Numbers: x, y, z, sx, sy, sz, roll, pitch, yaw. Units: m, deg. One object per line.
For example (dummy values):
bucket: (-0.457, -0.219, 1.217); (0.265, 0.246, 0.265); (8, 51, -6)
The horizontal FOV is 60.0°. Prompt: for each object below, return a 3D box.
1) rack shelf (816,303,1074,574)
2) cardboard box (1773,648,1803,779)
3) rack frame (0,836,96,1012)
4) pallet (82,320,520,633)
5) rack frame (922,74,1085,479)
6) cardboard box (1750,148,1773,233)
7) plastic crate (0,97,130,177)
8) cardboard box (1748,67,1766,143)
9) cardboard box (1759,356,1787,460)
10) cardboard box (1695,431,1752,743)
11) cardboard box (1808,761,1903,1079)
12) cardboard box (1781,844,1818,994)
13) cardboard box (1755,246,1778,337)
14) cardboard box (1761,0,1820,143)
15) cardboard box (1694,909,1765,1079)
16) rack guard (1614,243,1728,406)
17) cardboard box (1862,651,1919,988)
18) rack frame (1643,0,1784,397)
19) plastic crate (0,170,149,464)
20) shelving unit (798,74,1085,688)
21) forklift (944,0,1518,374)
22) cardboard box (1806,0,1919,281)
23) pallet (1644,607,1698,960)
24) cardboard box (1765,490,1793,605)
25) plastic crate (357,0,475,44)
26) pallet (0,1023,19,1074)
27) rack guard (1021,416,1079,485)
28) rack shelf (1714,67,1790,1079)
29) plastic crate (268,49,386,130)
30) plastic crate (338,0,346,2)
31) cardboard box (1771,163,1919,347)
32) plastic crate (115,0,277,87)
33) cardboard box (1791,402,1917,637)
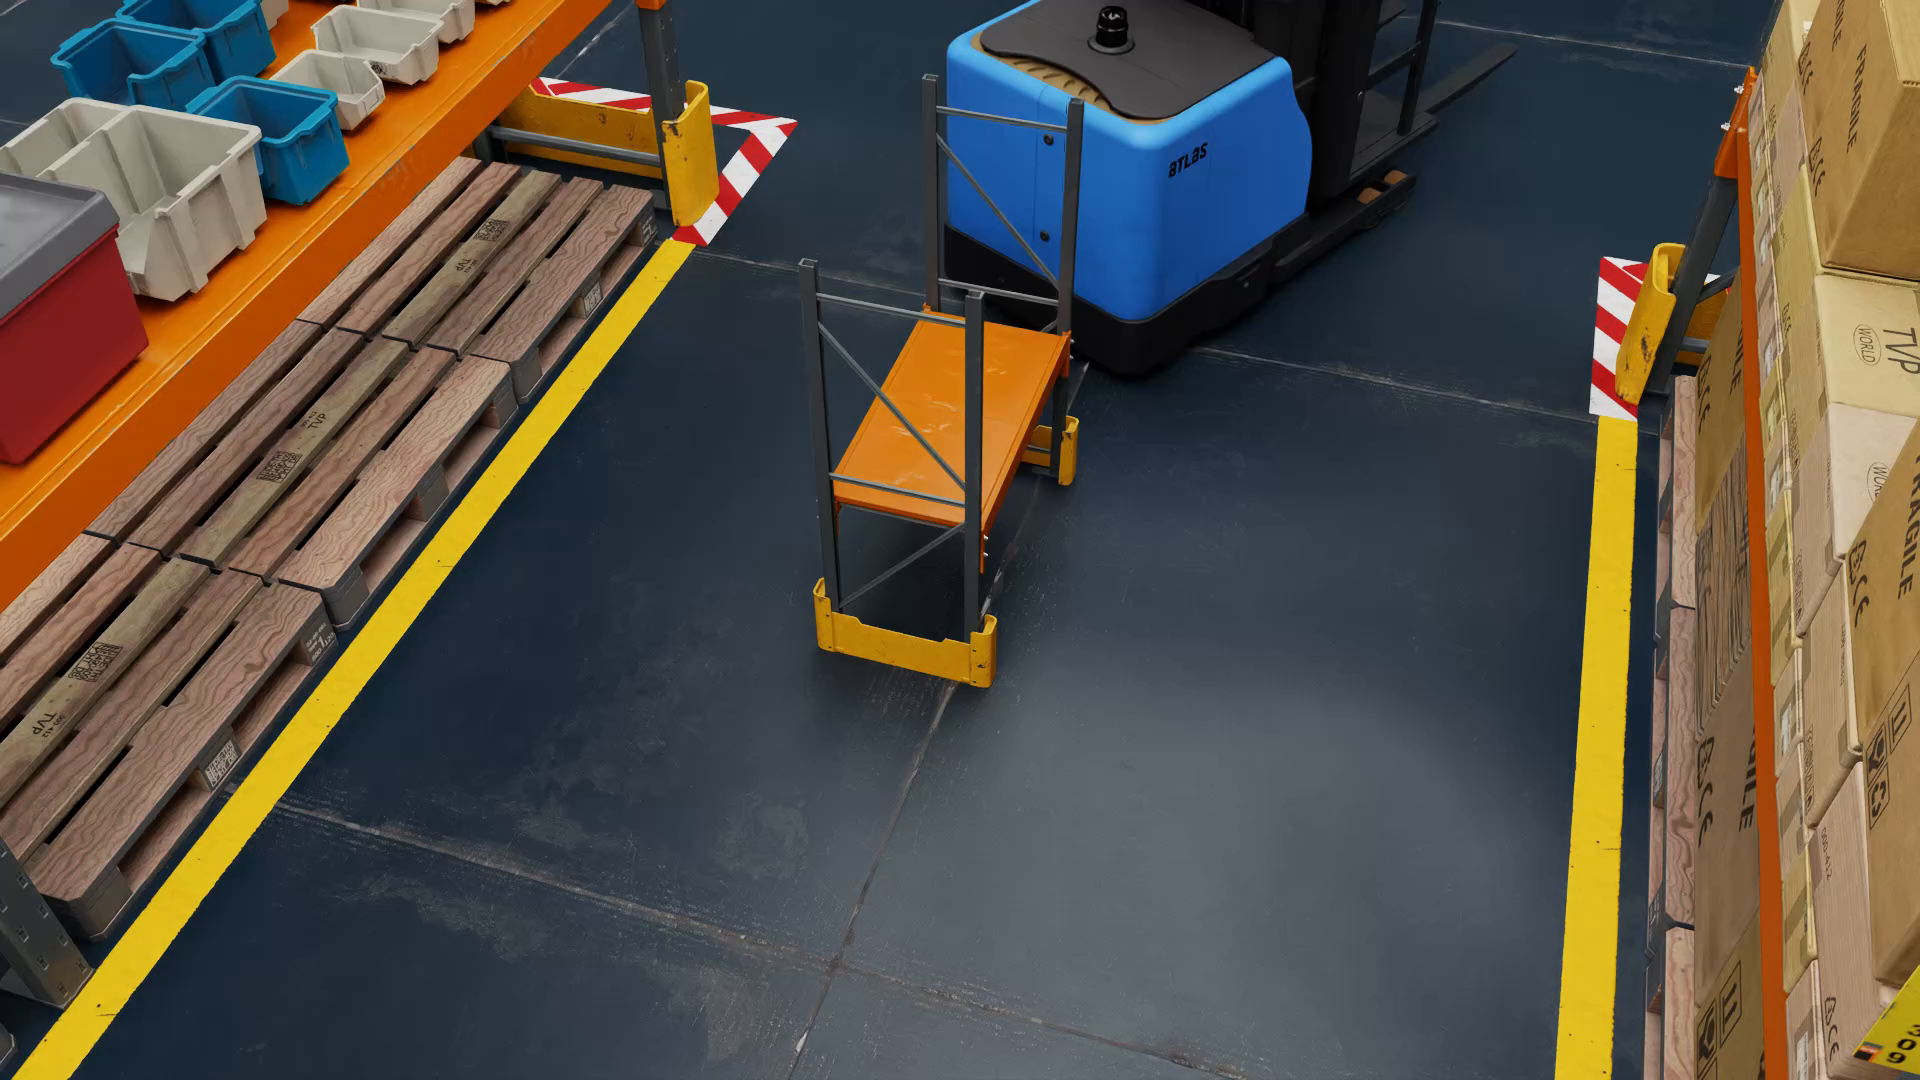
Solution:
rack shelf: (-0.026, -0.351, 5.293); (0.538, 0.185, 1.000); (13, 46, 13)
cardboard box: (1.879, 0.396, 3.380); (0.380, 0.149, 0.250); (13, 46, 13)
rack frame: (-2.855, 0.044, 3.560); (1.000, 3.000, 0.127); (13, 46, 13)
pallet: (-2.302, -0.273, 5.878); (1.003, 0.211, 1.213); (13, 46, 13)
rack frame: (0.128, -0.818, 5.514); (0.500, 1.500, 0.032); (13, 46, 13)
cardboard box: (2.501, -0.974, 4.781); (0.380, 0.149, 0.250); (12, 46, 12)
plastic crate: (-2.614, -1.107, 4.883); (0.293, 0.136, 0.466); (13, 46, 13)
cardboard box: (2.654, -1.316, 5.130); (0.380, 0.149, 0.250); (13, 46, 13)
cardboard box: (2.190, -0.291, 4.082); (0.380, 0.149, 0.250); (11, 46, 11)
cardboard box: (2.683, 0.086, 4.736); (0.875, 0.875, 0.875); (13, 46, 13)
cardboard box: (1.749, 0.691, 2.794); (0.500, 0.250, 0.500); (12, 46, 12)
cardboard box: (1.723, 0.738, 3.030); (0.380, 0.149, 0.250); (13, 46, 13)
cardboard box: (2.345, -0.631, 4.430); (0.380, 0.149, 0.250); (12, 46, 12)
cardboard box: (2.674, -1.363, 4.893); (0.500, 0.250, 0.500); (11, 46, 11)
cardboard box: (2.141, 1.280, 3.517); (0.875, 0.875, 0.875); (13, 46, 13)
rack guard: (3.084, -0.696, 6.103); (1.175, 0.500, 0.348); (13, 46, 13)
cardboard box: (1.749, 0.410, 2.545); (0.500, 0.500, 0.500); (14, 46, 14)
rack frame: (3.076, -1.573, 5.213); (1.000, 3.000, 0.127); (13, 46, 13)
plastic crate: (-2.346, -0.542, 4.071); (0.402, 0.464, 0.583); (13, 46, 13)
shelving unit: (-0.023, -0.485, 5.174); (0.587, 1.500, 1.083); (13, 46, 13)
forklift: (1.325, -2.607, 6.319); (1.130, 2.935, 3.031); (34, 54, 30)
cardboard box: (2.371, -0.951, 3.936); (0.500, 0.500, 0.500); (11, 46, 11)
pallet: (2.538, 0.784, 4.798); (1.003, 0.211, 1.213); (13, 46, 12)
cardboard box: (2.034, 0.054, 3.730); (0.380, 0.149, 0.250); (12, 46, 12)
plastic crate: (-1.820, -1.777, 5.567); (0.396, 0.136, 0.243); (13, 46, 13)
pallet: (-3.129, 1.546, 4.019); (1.003, 0.211, 1.213); (13, 46, 13)
rack guard: (0.128, -0.370, 5.950); (0.587, 0.250, 0.087); (13, 46, 13)
rack shelf: (2.471, 0.017, 4.102); (1.077, 0.370, 4.000); (13, 46, 13)
plastic crate: (-1.953, -1.385, 5.166); (0.298, 0.136, 0.250); (13, 46, 13)
plastic crate: (-2.232, -2.050, 5.777); (0.416, 0.233, 0.300); (13, 46, 13)
cardboard box: (2.367, -0.681, 4.196); (0.500, 0.250, 0.500); (11, 45, 11)
plastic crate: (-2.431, -1.611, 5.329); (0.416, 0.233, 0.300); (13, 46, 13)
cardboard box: (2.057, 0.005, 3.495); (0.500, 0.250, 0.500); (13, 46, 13)
